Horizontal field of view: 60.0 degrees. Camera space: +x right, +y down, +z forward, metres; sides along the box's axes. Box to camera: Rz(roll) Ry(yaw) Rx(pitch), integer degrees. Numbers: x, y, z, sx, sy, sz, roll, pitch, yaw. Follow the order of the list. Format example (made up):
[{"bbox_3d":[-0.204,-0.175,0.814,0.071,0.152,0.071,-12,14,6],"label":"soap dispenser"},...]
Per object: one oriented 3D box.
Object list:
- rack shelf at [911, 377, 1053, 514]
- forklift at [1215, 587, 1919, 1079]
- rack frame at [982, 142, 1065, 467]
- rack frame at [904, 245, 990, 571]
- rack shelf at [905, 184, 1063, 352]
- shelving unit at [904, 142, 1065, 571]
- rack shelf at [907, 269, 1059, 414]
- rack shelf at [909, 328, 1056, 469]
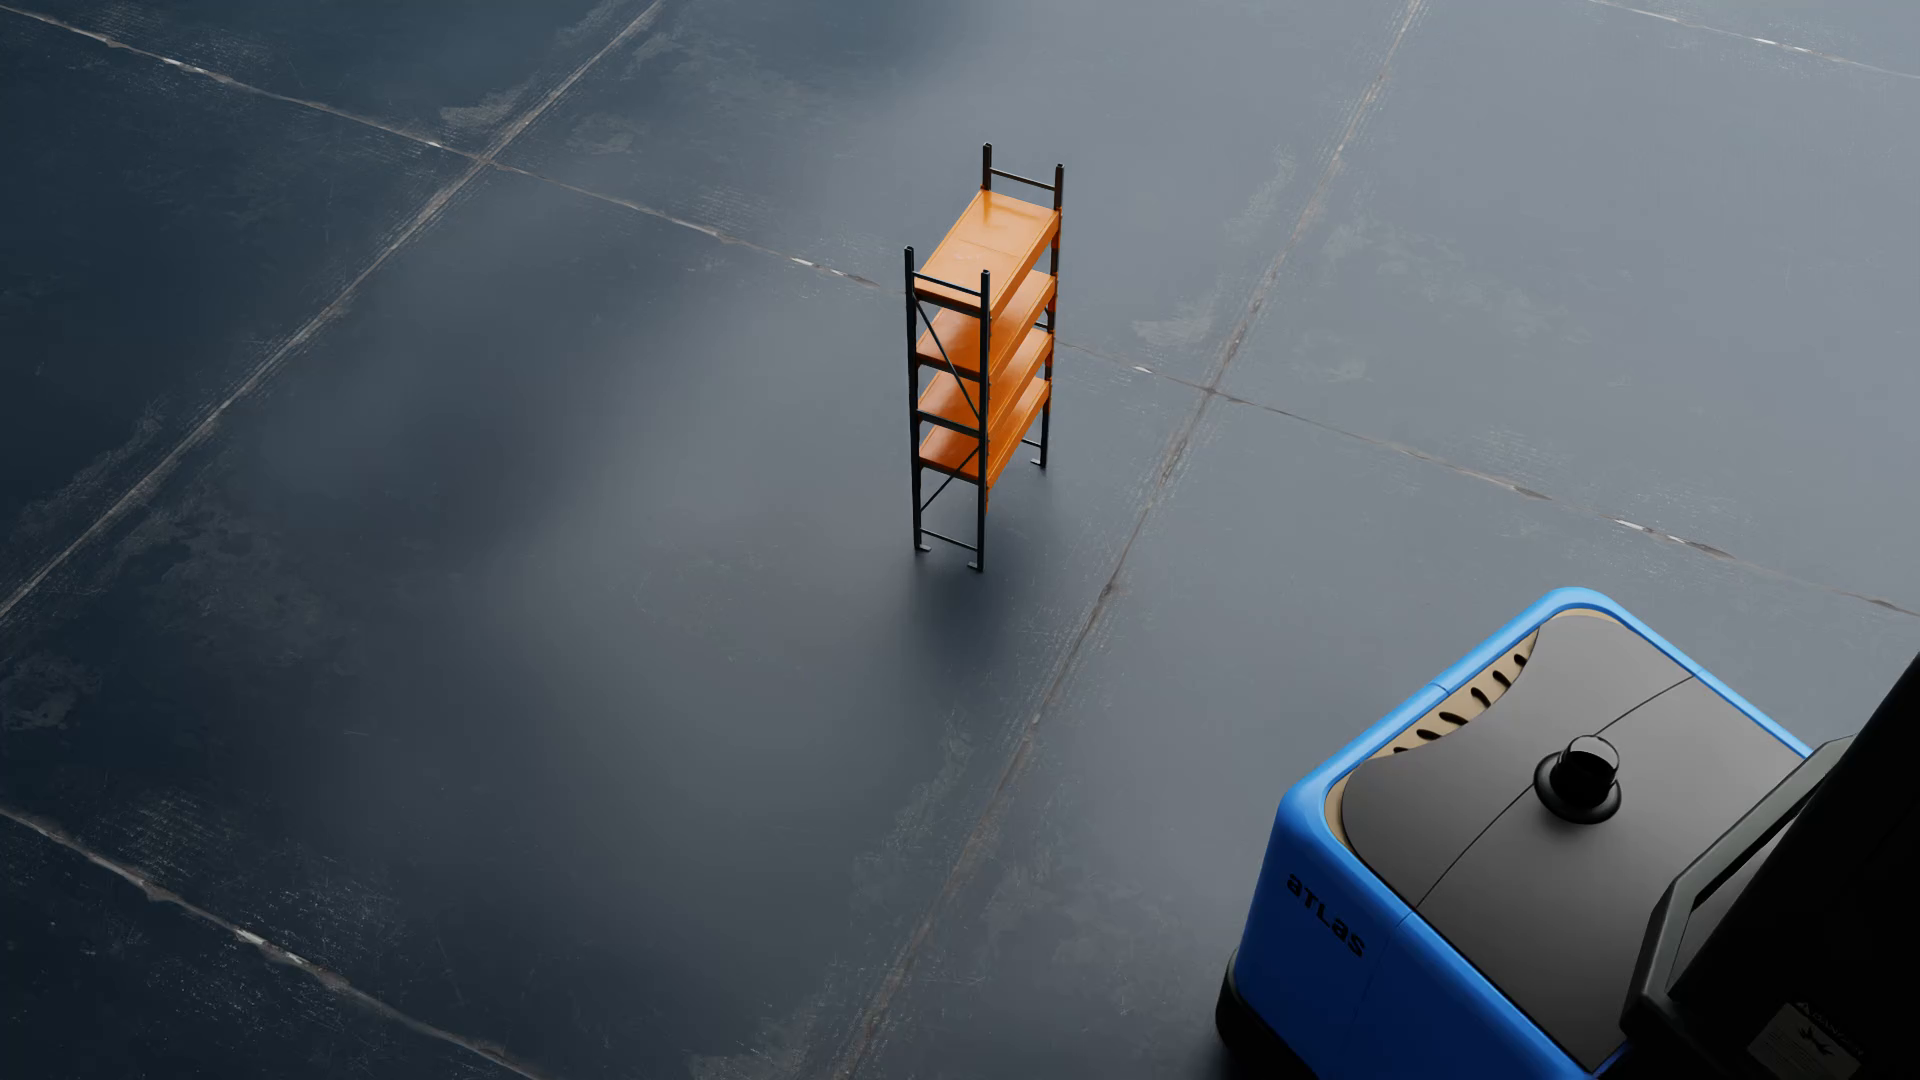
[{"bbox_3d":[0.071,-0.331,5.092,0.258,0.148,0.480,20,52,16],"label":"rack shelf"},{"bbox_3d":[1.944,0.935,2.530,1.130,2.935,3.031,-31,56,-24],"label":"forklift"},{"bbox_3d":[0.175,-0.671,5.033,0.240,1.200,0.015,20,52,16],"label":"rack frame"},{"bbox_3d":[-0.033,-0.335,4.747,0.240,1.200,0.015,20,52,16],"label":"rack frame"},{"bbox_3d":[0.071,-0.757,4.591,0.258,0.148,0.480,20,52,16],"label":"rack shelf"},{"bbox_3d":[0.071,-0.503,4.890,0.258,1.200,0.503,20,52,16],"label":"shelving unit"},{"bbox_3d":[0.071,-0.604,4.771,0.258,0.148,0.480,20,52,16],"label":"rack shelf"},{"bbox_3d":[0.071,-0.459,4.941,0.258,0.148,0.480,20,52,16],"label":"rack shelf"}]
